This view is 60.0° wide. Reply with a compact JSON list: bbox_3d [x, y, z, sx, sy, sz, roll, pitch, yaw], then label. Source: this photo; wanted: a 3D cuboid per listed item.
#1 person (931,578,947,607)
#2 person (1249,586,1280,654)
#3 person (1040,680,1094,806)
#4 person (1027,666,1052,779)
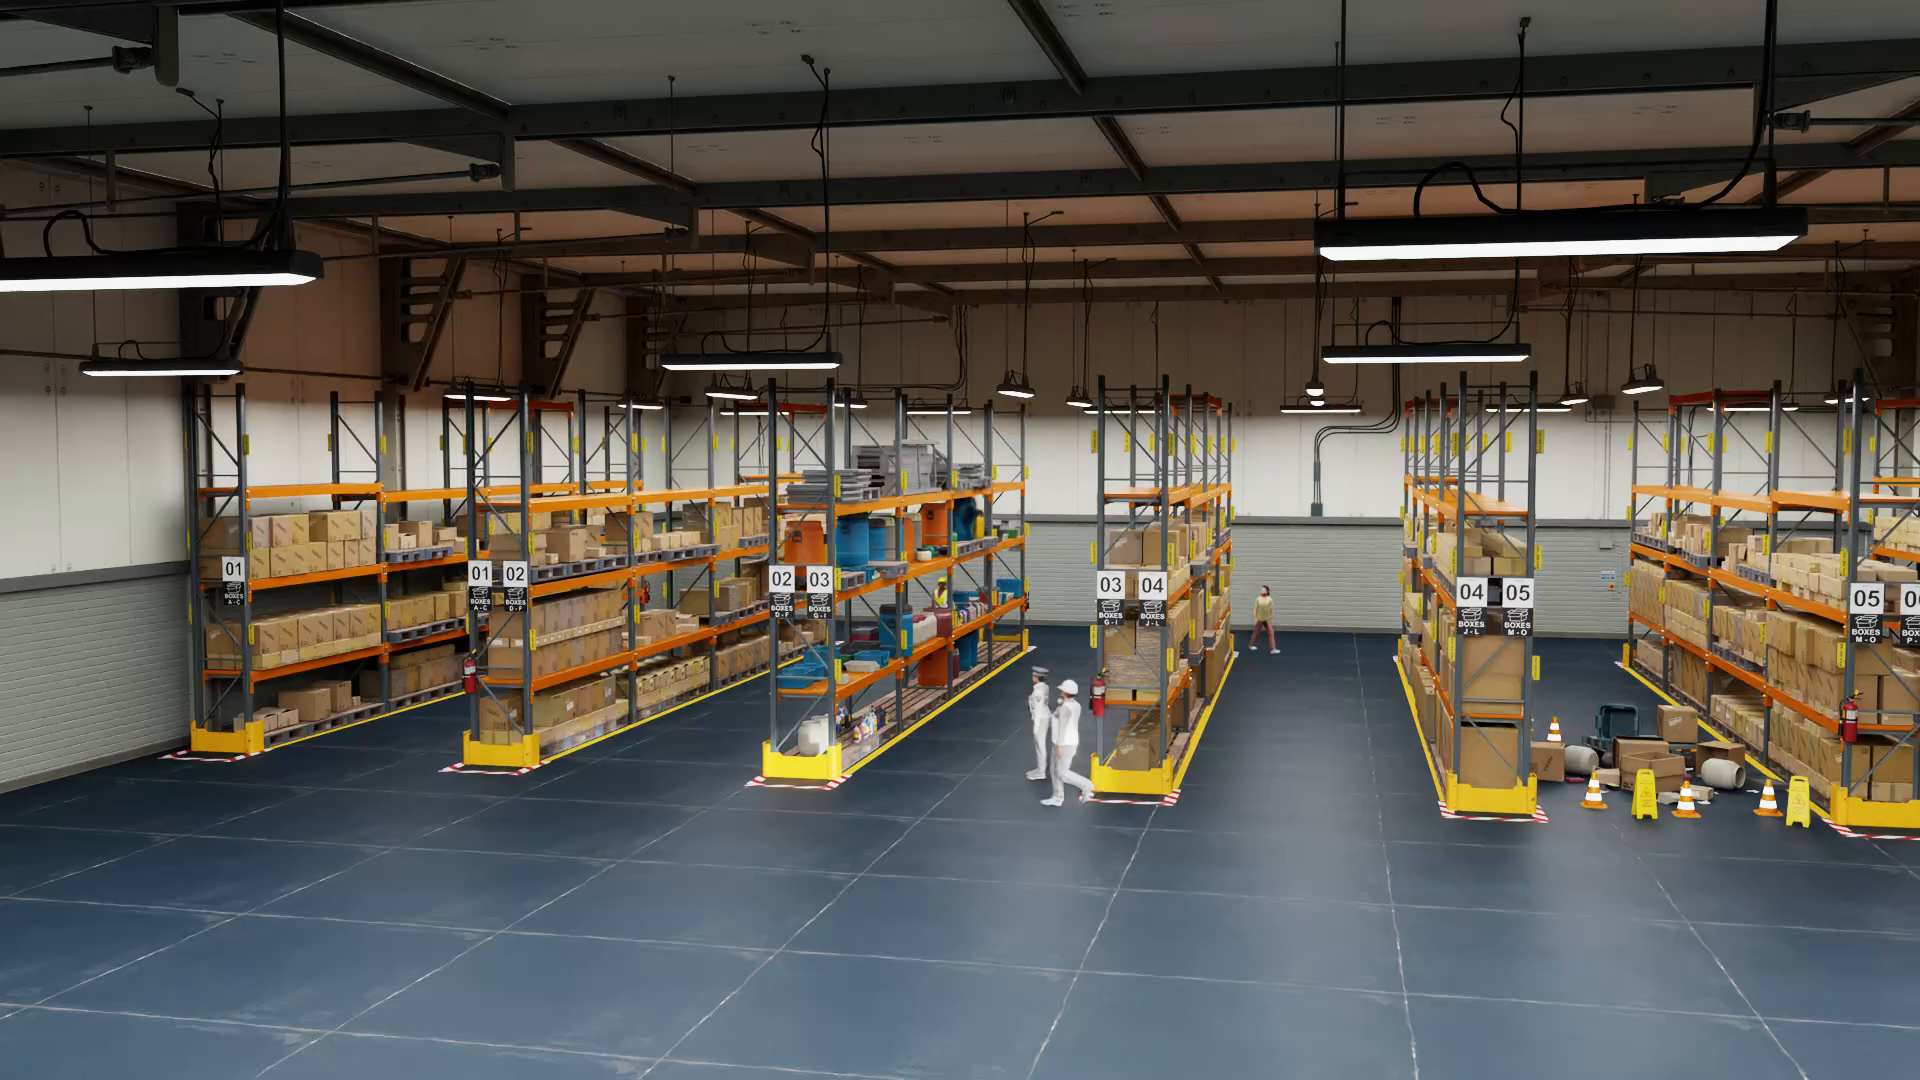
[{"bbox_3d":[-0.562,1.776,41.033,0.712,1.697,1.097,3,4,42],"label":"person"},{"bbox_3d":[7.290,1.900,39.885,0.494,1.613,1.051,-1,3,-19],"label":"person"},{"bbox_3d":[1.488,2.804,22.947,0.690,1.762,0.515,-1,3,-14],"label":"person"},{"bbox_3d":[1.177,2.729,24.934,0.390,1.683,0.557,1,3,14],"label":"person"}]
